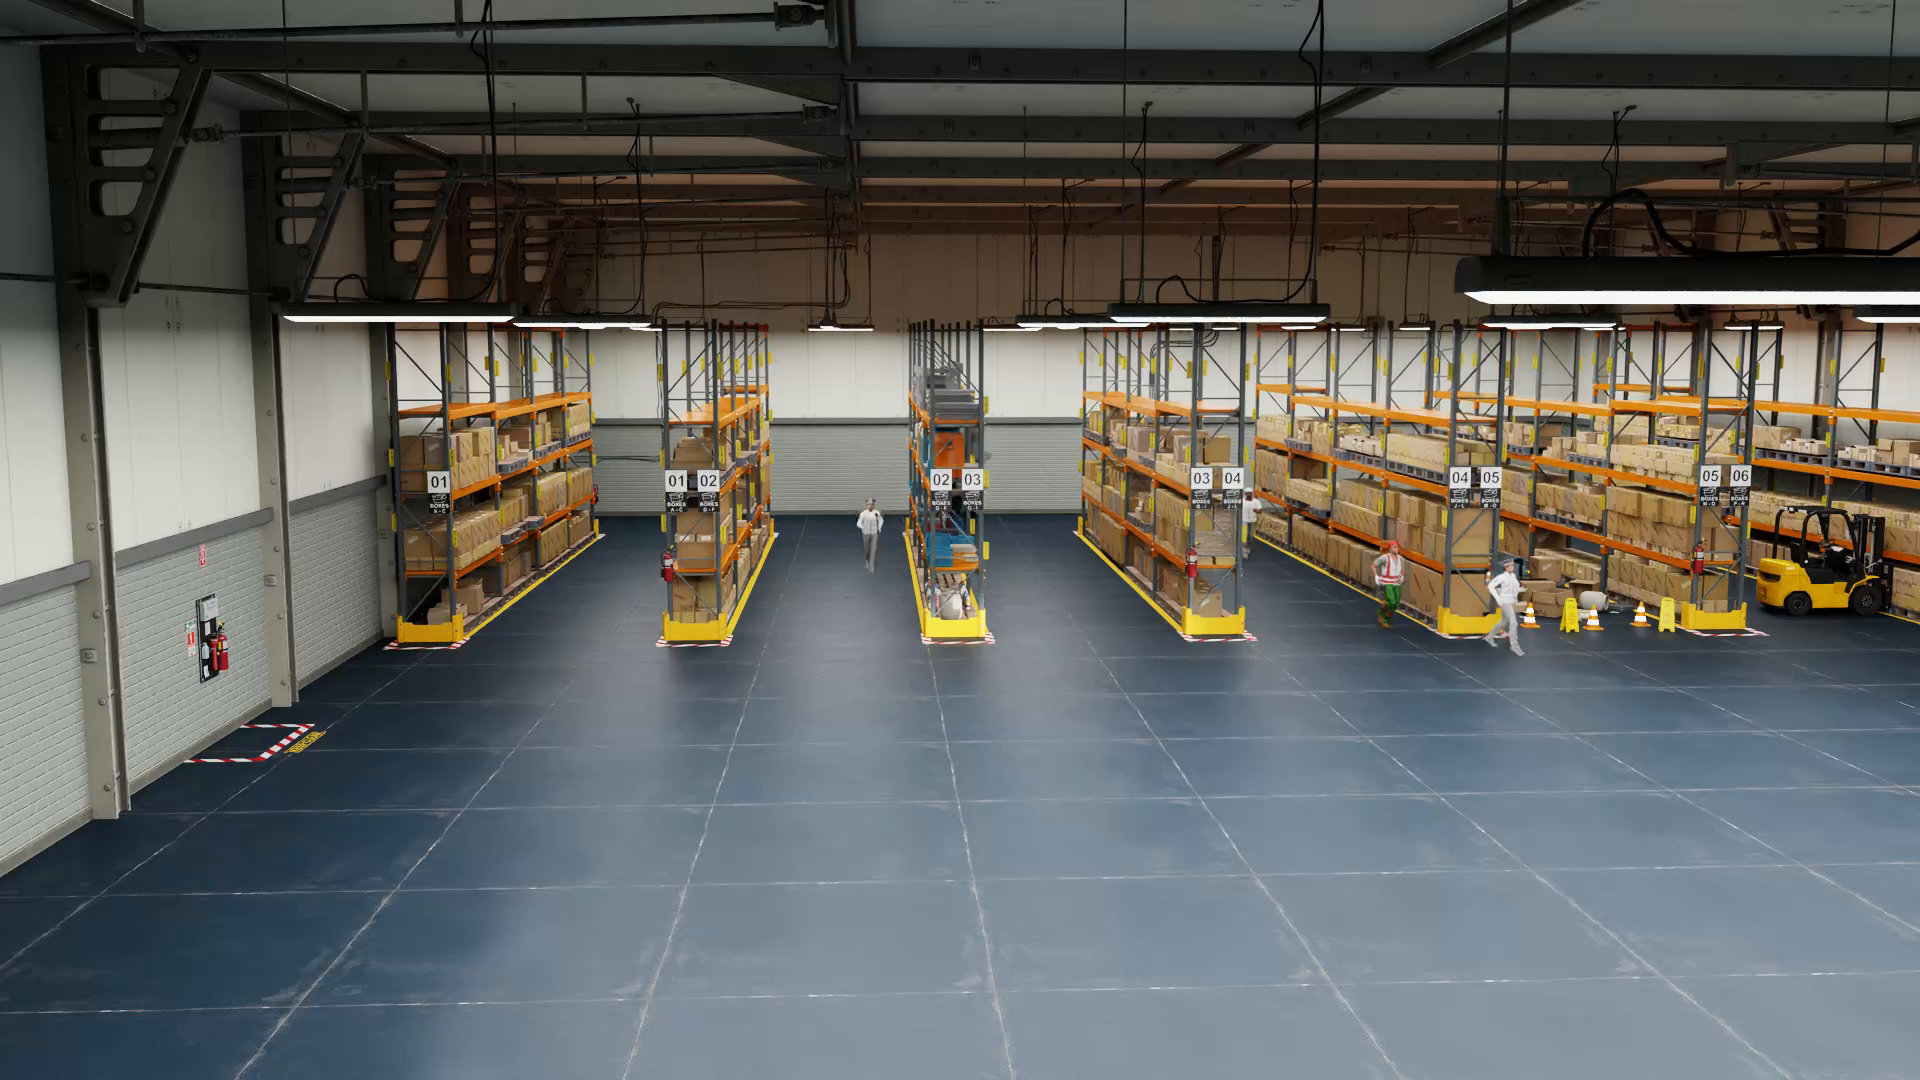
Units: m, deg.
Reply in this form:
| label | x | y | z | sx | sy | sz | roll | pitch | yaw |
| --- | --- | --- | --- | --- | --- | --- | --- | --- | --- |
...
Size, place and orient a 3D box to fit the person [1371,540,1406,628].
| label | x | y | z | sx | sy | sz | roll | pitch | yaw |
| --- | --- | --- | --- | --- | --- | --- | --- | --- | --- |
| person | 8.399 | 0.868 | 32.351 | 0.670 | 1.717 | 0.550 | -3 | 8 | -23 |

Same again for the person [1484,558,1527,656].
| label | x | y | z | sx | sy | sz | roll | pitch | yaw |
| --- | --- | --- | --- | --- | --- | --- | --- | --- | --- |
| person | 9.857 | 1.175 | 29.979 | 0.854 | 1.729 | 0.593 | 7 | 10 | 43 |

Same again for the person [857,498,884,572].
| label | x | y | z | sx | sy | sz | roll | pitch | yaw |
| --- | --- | --- | --- | --- | --- | --- | --- | --- | --- |
| person | -2.040 | -0.124 | 38.162 | 0.618 | 1.674 | 0.806 | -1 | 7 | -8 |

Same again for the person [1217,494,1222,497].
| label | x | y | z | sx | sy | sz | roll | pitch | yaw |
| --- | --- | --- | --- | --- | --- | --- | --- | --- | --- |
| person | 7.186 | -0.963 | 47.782 | 0.708 | 1.592 | 0.647 | 5 | 9 | 34 |

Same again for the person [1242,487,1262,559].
| label | x | y | z | sx | sy | sz | roll | pitch | yaw |
| --- | --- | --- | --- | --- | --- | --- | --- | --- | --- |
| person | 7.429 | -0.457 | 42.852 | 0.685 | 1.809 | 0.868 | 0 | 7 | -1 |
